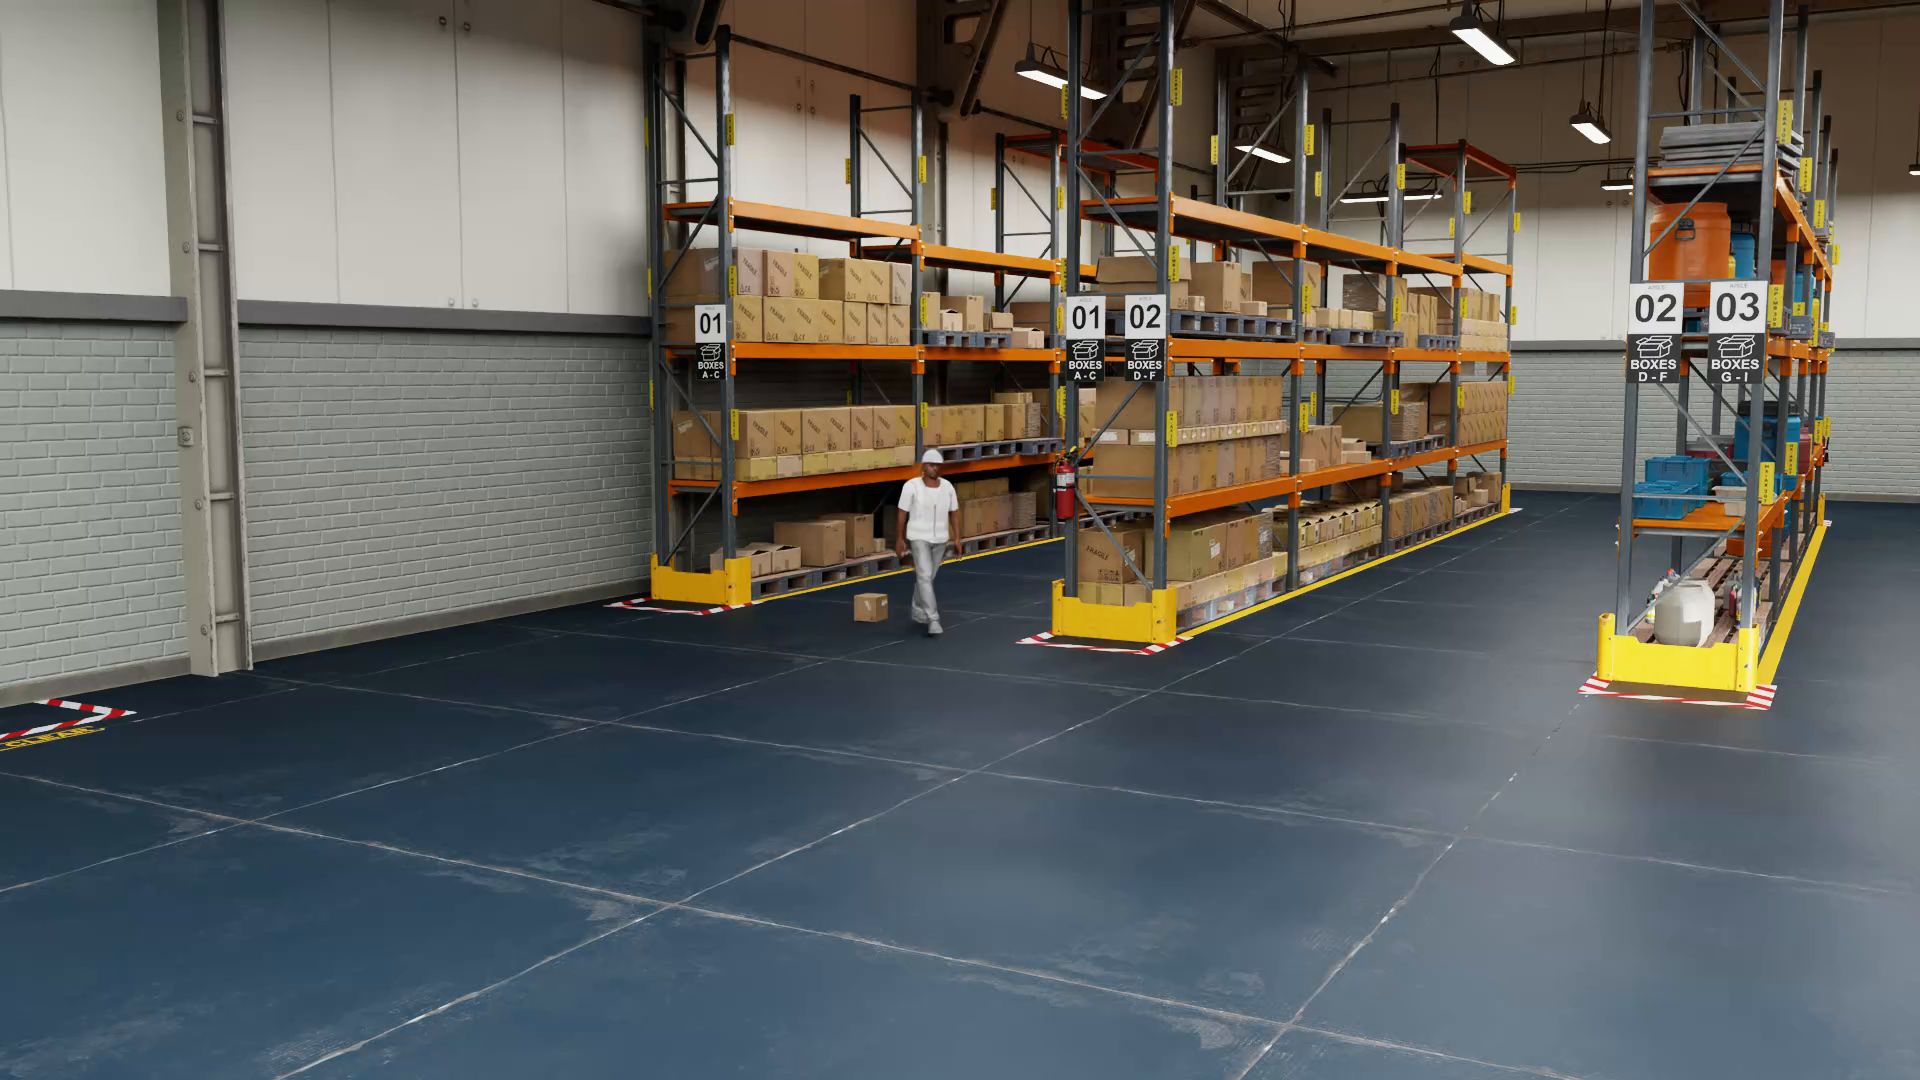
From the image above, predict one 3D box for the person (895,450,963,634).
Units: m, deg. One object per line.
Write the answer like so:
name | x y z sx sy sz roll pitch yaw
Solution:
person | -0.265 -0.011 16.013 0.586 1.714 0.946 -3 7 -29
